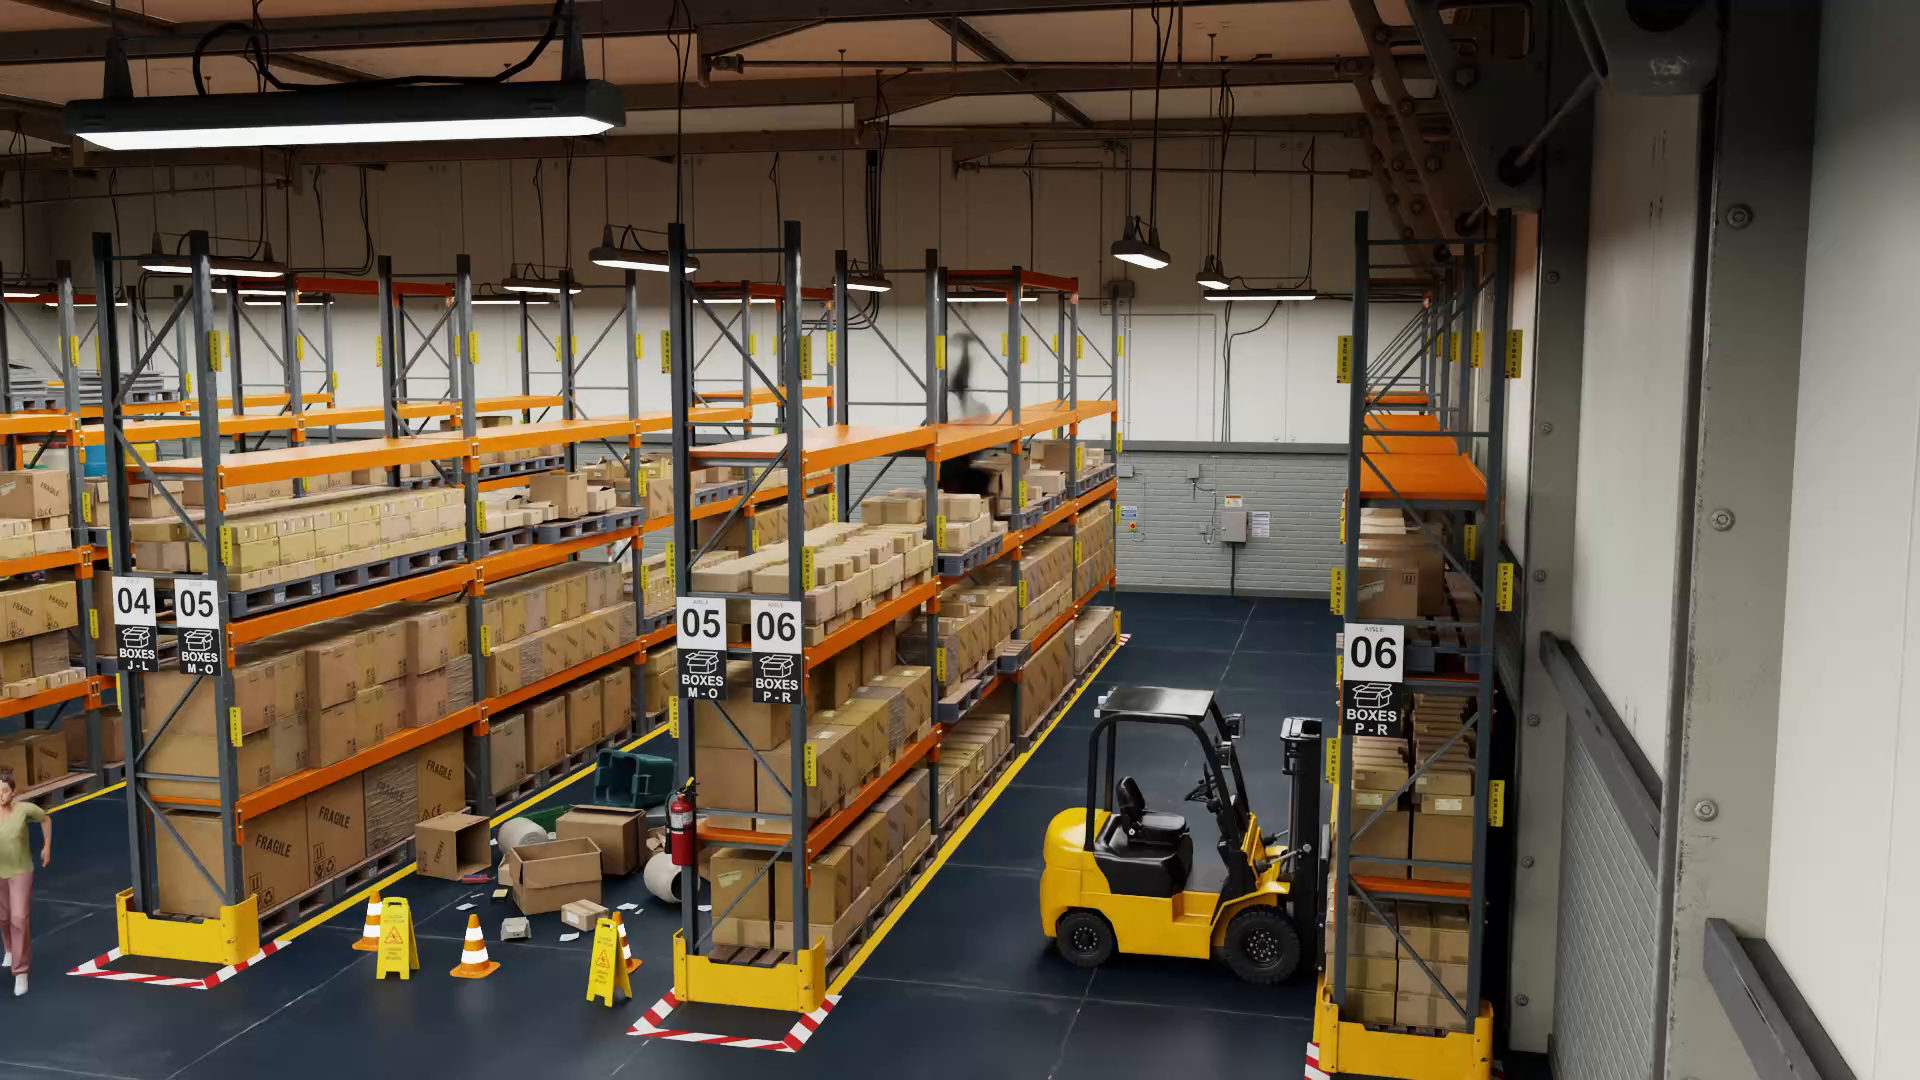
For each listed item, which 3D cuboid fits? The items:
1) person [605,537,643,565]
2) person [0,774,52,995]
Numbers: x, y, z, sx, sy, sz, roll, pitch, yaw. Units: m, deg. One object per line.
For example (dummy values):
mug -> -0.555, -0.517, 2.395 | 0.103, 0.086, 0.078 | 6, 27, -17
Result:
person -> -6.260, 0.501, 31.125 | 0.657, 1.772, 0.705 | -3, 7, -21
person -> -7.636, 2.718, 13.373 | 0.592, 1.727, 0.788 | -3, 7, -21
